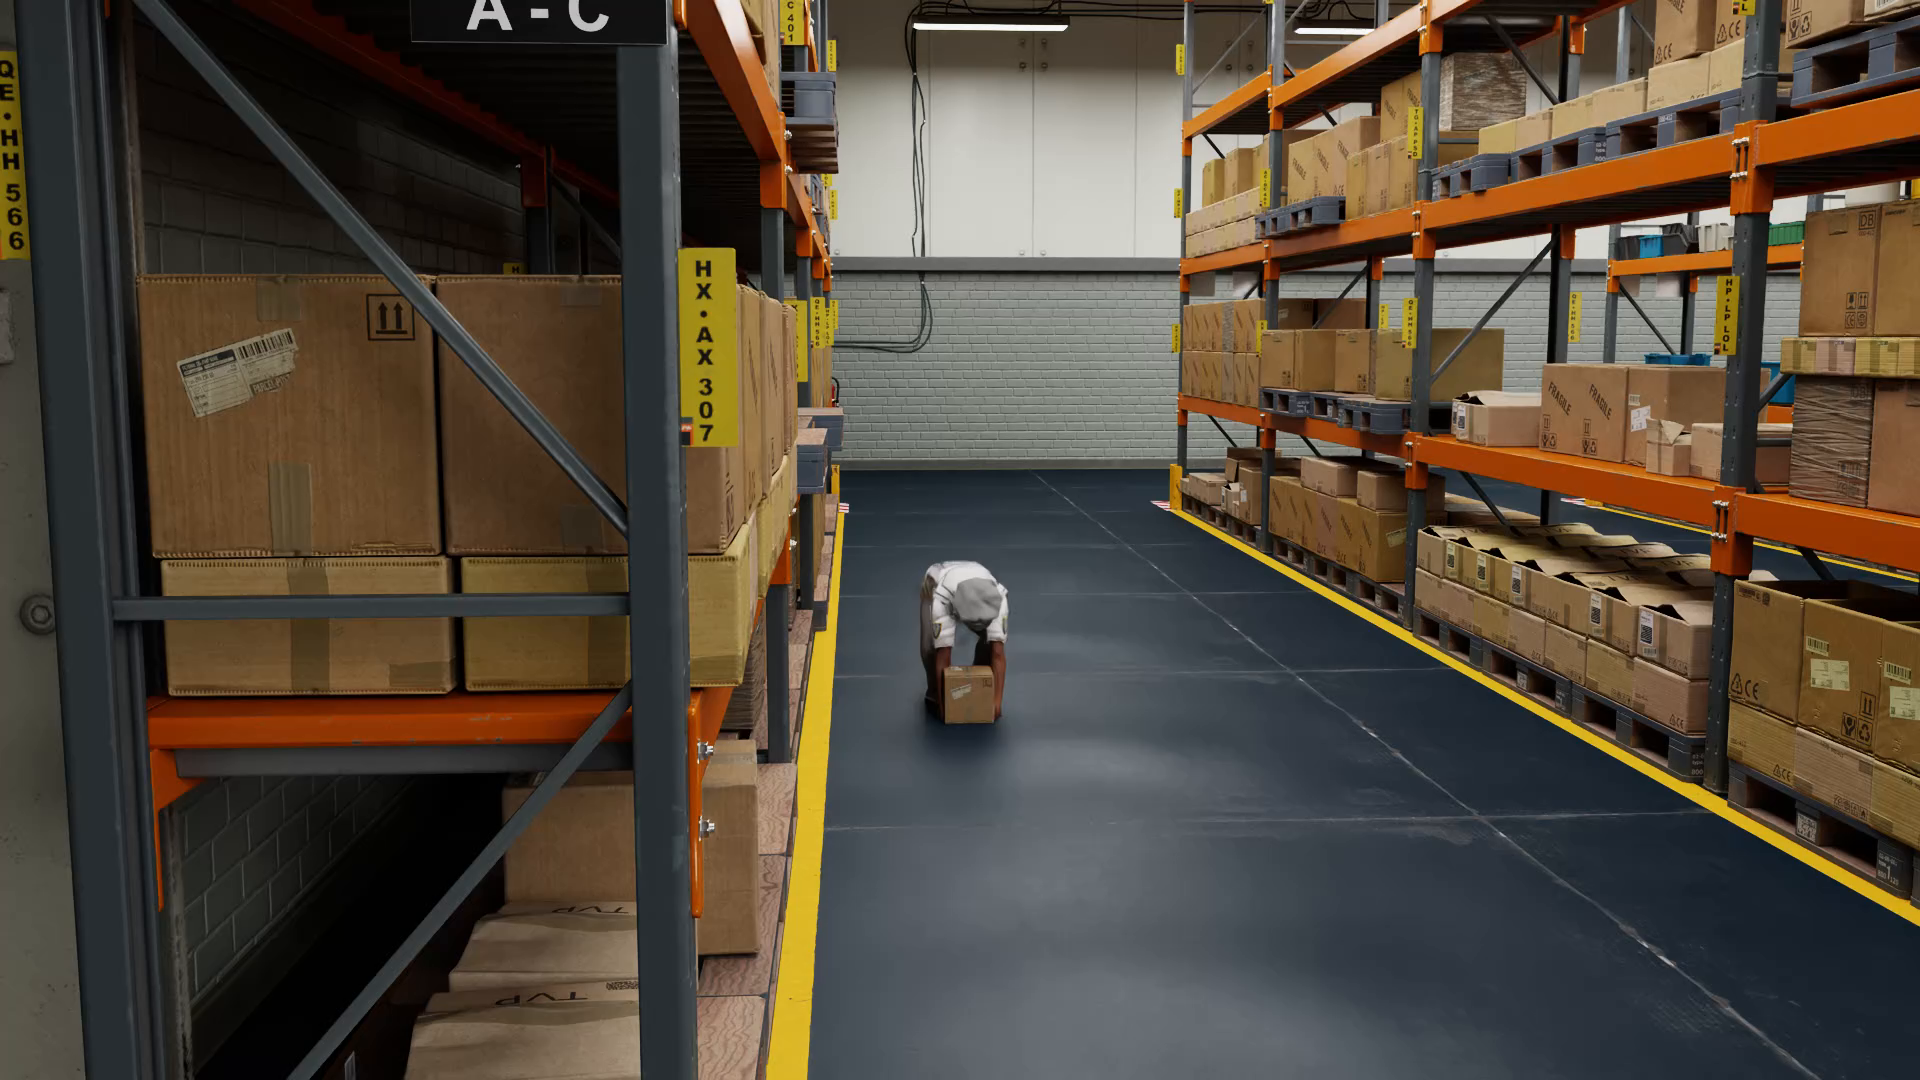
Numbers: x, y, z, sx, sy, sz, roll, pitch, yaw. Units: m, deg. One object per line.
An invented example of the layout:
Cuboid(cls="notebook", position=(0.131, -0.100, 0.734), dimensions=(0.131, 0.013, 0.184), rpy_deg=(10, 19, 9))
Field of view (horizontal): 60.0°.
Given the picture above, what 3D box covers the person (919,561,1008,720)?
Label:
Cuboid(cls="person", position=(0.013, 0.518, 8.833), dimensions=(0.453, 0.790, 0.926), rpy_deg=(-1, 7, -5))
